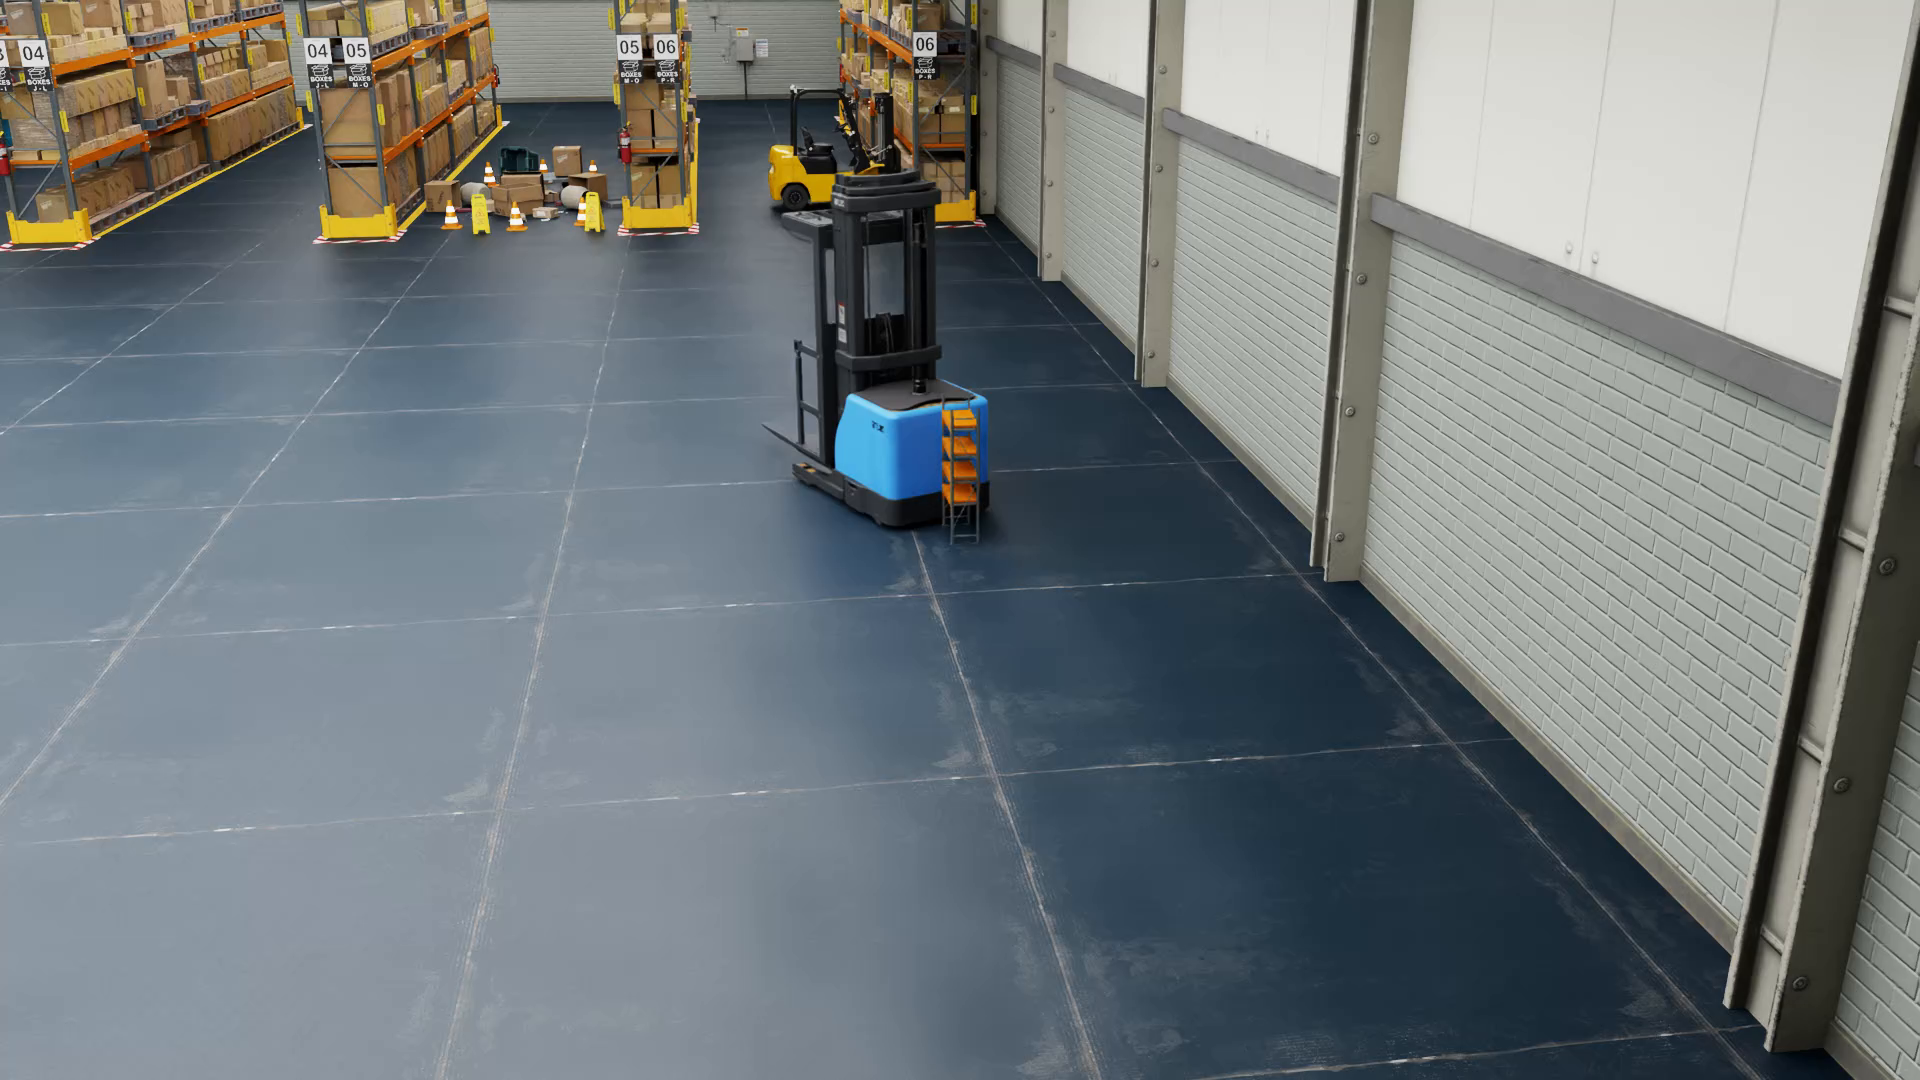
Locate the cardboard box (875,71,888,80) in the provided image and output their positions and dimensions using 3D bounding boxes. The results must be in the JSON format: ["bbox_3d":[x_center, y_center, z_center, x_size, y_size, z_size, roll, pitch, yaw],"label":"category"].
[{"bbox_3d":[-1.612,-9.905,35.454,0.380,0.149,0.250,-2,21,-6],"label":"cardboard box"}]

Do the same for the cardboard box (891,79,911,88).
[{"bbox_3d":[-1.140,-8.840,32.176,0.380,0.149,0.250,-2,21,-7],"label":"cardboard box"}]

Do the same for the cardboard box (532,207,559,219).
[{"bbox_3d":[-7.414,-5.855,29.753,0.380,0.149,0.250,8,22,20],"label":"cardboard box"}]

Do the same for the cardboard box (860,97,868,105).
[{"bbox_3d":[-2.172,-10.489,39.706,0.380,0.149,0.250,-4,21,-10],"label":"cardboard box"}]

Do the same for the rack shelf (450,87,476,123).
[{"bbox_3d":[-11.552,-9.679,36.946,1.077,0.370,4.000,-3,21,-8],"label":"rack shelf"}]

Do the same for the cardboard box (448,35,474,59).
[{"bbox_3d":[-11.664,-11.532,38.881,0.500,0.500,0.500,-2,21,-6],"label":"cardboard box"}]

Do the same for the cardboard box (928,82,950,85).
[{"bbox_3d":[-0.402,-8.606,31.551,0.380,0.149,0.250,-3,21,-9],"label":"cardboard box"}]

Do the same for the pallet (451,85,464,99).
[{"bbox_3d":[-11.590,-9.917,36.830,1.003,0.211,1.213,-3,21,-8],"label":"pallet"}]

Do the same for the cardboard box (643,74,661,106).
[{"bbox_3d":[-5.582,-7.834,28.982,0.700,0.500,0.500,-3,21,-7],"label":"cardboard box"}]

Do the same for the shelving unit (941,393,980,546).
[{"bbox_3d":[0.005,-0.605,14.196,0.258,1.200,0.503,-3,21,-8],"label":"shelving unit"}]

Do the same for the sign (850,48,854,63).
[{"bbox_3d":[-2.581,-11.620,39.879,0.100,0.325,0.005,-3,21,-8],"label":"sign"}]

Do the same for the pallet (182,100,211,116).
[{"bbox_3d":[-15.978,-8.777,33.778,1.213,0.211,1.003,-3,21,-8],"label":"pallet"}]

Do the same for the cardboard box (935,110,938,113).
[{"bbox_3d":[-0.209,-7.502,29.946,0.500,0.500,0.500,-2,21,-6],"label":"cardboard box"}]

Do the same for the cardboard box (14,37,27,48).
[{"bbox_3d":[-15.303,-8.037,26.878,0.380,0.149,0.250,-4,21,-10],"label":"cardboard box"}]

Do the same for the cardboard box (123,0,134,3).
[{"bbox_3d":[-16.224,-10.269,32.354,0.500,0.500,0.500,-4,21,-9],"label":"cardboard box"}]

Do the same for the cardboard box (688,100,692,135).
[{"bbox_3d":[-6.650,-9.672,38.335,0.875,0.875,0.875,-2,21,-6],"label":"cardboard box"}]

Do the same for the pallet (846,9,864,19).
[{"bbox_3d":[-2.021,-12.333,39.004,1.213,0.211,1.003,-3,21,-8],"label":"pallet"}]

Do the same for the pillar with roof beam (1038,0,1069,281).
[{"bbox_3d":[-2.919,-7.892,22.560,9.100,9.000,0.400,-3,21,-8],"label":"pillar with roof beam"}]

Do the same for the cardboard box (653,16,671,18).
[{"bbox_3d":[-5.376,-9.426,30.172,0.380,0.149,0.250,-3,21,-9],"label":"cardboard box"}]

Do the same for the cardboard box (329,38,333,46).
[{"bbox_3d":[-10.494,-8.183,27.241,0.380,0.149,0.250,-3,21,-8],"label":"cardboard box"}]

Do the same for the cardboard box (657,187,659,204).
[{"bbox_3d":[-5.676,-6.193,29.914,0.500,0.250,0.500,-3,21,-8],"label":"cardboard box"}]

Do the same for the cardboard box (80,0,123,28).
[{"bbox_3d":[-15.293,-9.406,29.618,0.500,0.500,0.500,-4,21,-9],"label":"cardboard box"}]

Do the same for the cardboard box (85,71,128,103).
[{"bbox_3d":[-15.199,-8.063,29.595,0.500,0.500,0.500,-3,21,-8],"label":"cardboard box"}]

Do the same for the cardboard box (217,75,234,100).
[{"bbox_3d":[-16.211,-9.866,36.276,0.500,0.500,0.500,-3,21,-8],"label":"cardboard box"}]

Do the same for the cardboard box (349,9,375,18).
[{"bbox_3d":[-9.879,-8.677,27.424,0.380,0.149,0.250,-3,21,-7],"label":"cardboard box"}]

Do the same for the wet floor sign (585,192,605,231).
[{"bbox_3d":[-6.258,-5.616,28.404,0.267,0.644,0.232,4,21,11],"label":"wet floor sign"}]

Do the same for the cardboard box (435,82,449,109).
[{"bbox_3d":[-10.933,-9.228,34.568,0.500,0.500,0.500,-3,21,-8],"label":"cardboard box"}]

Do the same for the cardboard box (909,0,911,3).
[{"bbox_3d":[-1.248,-11.662,36.161,0.380,0.149,0.250,-4,21,-10],"label":"cardboard box"}]

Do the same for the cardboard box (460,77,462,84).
[{"bbox_3d":[-11.479,-10.397,37.599,0.380,0.149,0.250,-4,21,-11],"label":"cardboard box"}]

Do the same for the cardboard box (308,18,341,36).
[{"bbox_3d":[-10.458,-8.427,27.325,0.500,0.250,0.500,-3,21,-7],"label":"cardboard box"}]

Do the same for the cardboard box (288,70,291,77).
[{"bbox_3d":[-16.962,-11.654,41.565,0.380,0.149,0.250,-3,21,-7],"label":"cardboard box"}]

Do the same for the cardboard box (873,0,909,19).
[{"bbox_3d":[-1.434,-11.123,34.610,0.700,0.500,0.500,-3,21,-9],"label":"cardboard box"}]

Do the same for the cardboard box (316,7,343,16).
[{"bbox_3d":[-10.640,-8.909,28.046,0.380,0.149,0.250,-3,21,-8],"label":"cardboard box"}]

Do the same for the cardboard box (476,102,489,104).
[{"bbox_3d":[-12.110,-10.973,42.007,0.380,0.149,0.250,-3,21,-7],"label":"cardboard box"}]

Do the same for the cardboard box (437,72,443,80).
[{"bbox_3d":[-11.139,-9.853,35.292,0.380,0.149,0.250,-3,21,-8],"label":"cardboard box"}]

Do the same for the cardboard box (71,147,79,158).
[{"bbox_3d":[-14.855,-6.419,27.549,0.380,0.149,0.250,-3,21,-8],"label":"cardboard box"}]

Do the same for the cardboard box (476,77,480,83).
[{"bbox_3d":[-11.763,-11.066,39.990,0.380,0.149,0.250,-3,21,-7],"label":"cardboard box"}]

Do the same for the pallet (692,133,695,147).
[{"bbox_3d":[-6.771,-9.424,39.219,1.003,0.211,1.213,-3,21,-8],"label":"pallet"}]

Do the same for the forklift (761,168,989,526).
[{"bbox_3d":[-0.936,-1.957,15.342,1.130,2.935,3.031,-12,24,-29],"label":"forklift"}]

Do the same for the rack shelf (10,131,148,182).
[{"bbox_3d":[-15.322,-6.694,28.954,1.077,0.370,4.000,-3,21,-8],"label":"rack shelf"}]

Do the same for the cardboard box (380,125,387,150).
[{"bbox_3d":[-10.310,-6.940,28.369,0.875,0.550,0.550,-3,21,-8],"label":"cardboard box"}]

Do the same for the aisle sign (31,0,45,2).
[{"bbox_3d":[-22.545,-12.856,40.709,0.394,0.787,0.004,-3,21,-8],"label":"aisle sign"}]

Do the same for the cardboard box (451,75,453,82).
[{"bbox_3d":[-11.289,-10.079,36.323,0.380,0.149,0.250,-3,21,-8],"label":"cardboard box"}]

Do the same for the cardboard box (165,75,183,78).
[{"bbox_3d":[-16.069,-9.167,33.804,0.500,0.500,0.500,-6,21,-14],"label":"cardboard box"}]

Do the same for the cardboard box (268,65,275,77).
[{"bbox_3d":[-16.782,-11.261,39.943,0.500,0.250,0.500,-3,21,-8],"label":"cardboard box"}]

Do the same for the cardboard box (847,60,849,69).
[{"bbox_3d":[-2.579,-12.002,41.928,0.500,0.250,0.500,-3,21,-9],"label":"cardboard box"}]

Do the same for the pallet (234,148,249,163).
[{"bbox_3d":[-16.398,-8.500,36.748,1.003,0.211,1.213,-3,21,-8],"label":"pallet"}]

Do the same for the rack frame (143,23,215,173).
[{"bbox_3d":[-16.186,-9.108,34.390,1.000,3.000,0.127,-3,21,-8],"label":"rack frame"}]

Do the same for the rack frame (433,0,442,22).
[{"bbox_3d":[-11.264,-12.134,33.917,1.000,3.000,0.127,-3,21,-8],"label":"rack frame"}]

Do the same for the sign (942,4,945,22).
[{"bbox_3d":[-0.343,-10.188,32.142,0.100,0.325,0.005,-3,21,-8],"label":"sign"}]

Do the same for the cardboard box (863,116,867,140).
[{"bbox_3d":[-1.975,-9.555,38.558,0.500,0.500,0.500,-4,21,-10],"label":"cardboard box"}]
